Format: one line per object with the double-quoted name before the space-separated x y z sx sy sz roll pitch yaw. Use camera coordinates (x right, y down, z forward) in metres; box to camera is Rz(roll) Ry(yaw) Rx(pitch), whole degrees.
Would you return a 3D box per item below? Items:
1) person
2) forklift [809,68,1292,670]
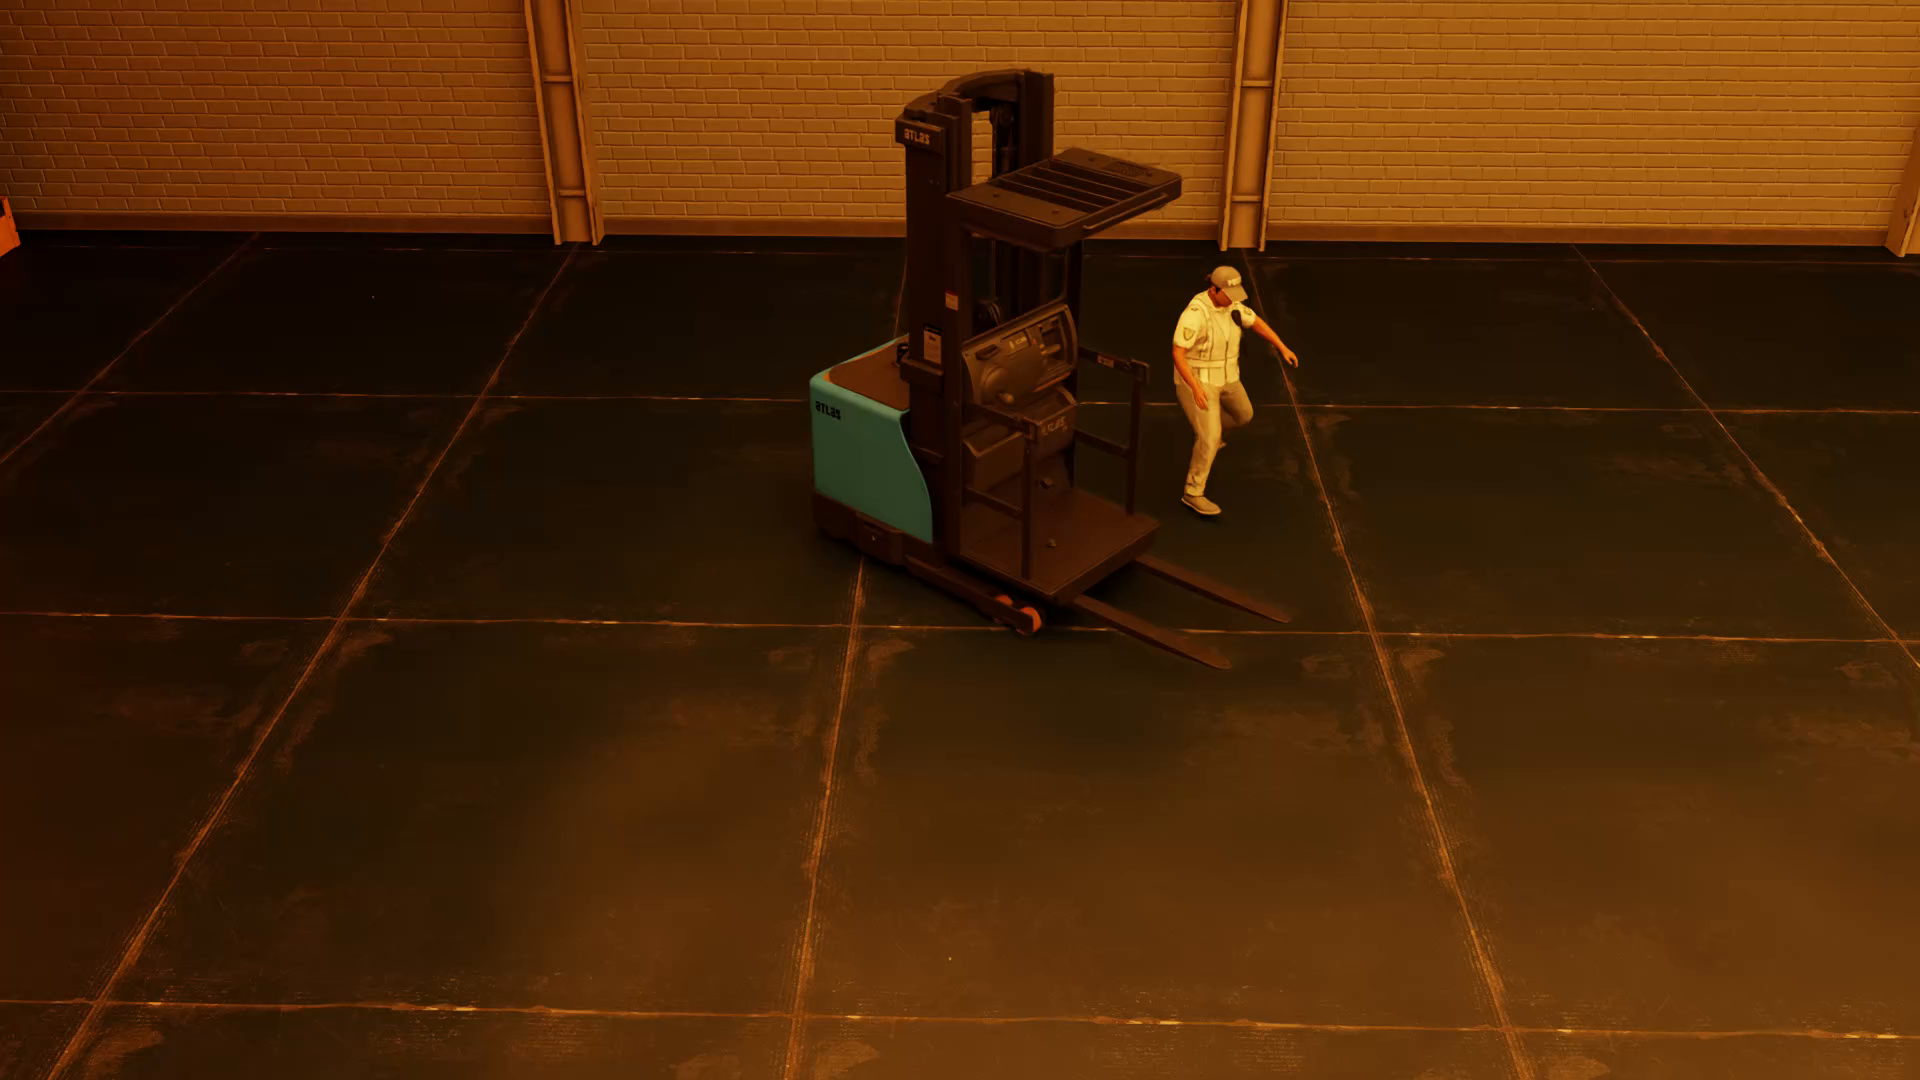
"person" 1.708 -1.035 10.860 0.954 1.556 0.883 -22 37 -32
"forklift" 0.507 -1.014 9.334 3.031 2.935 1.130 24 38 35
